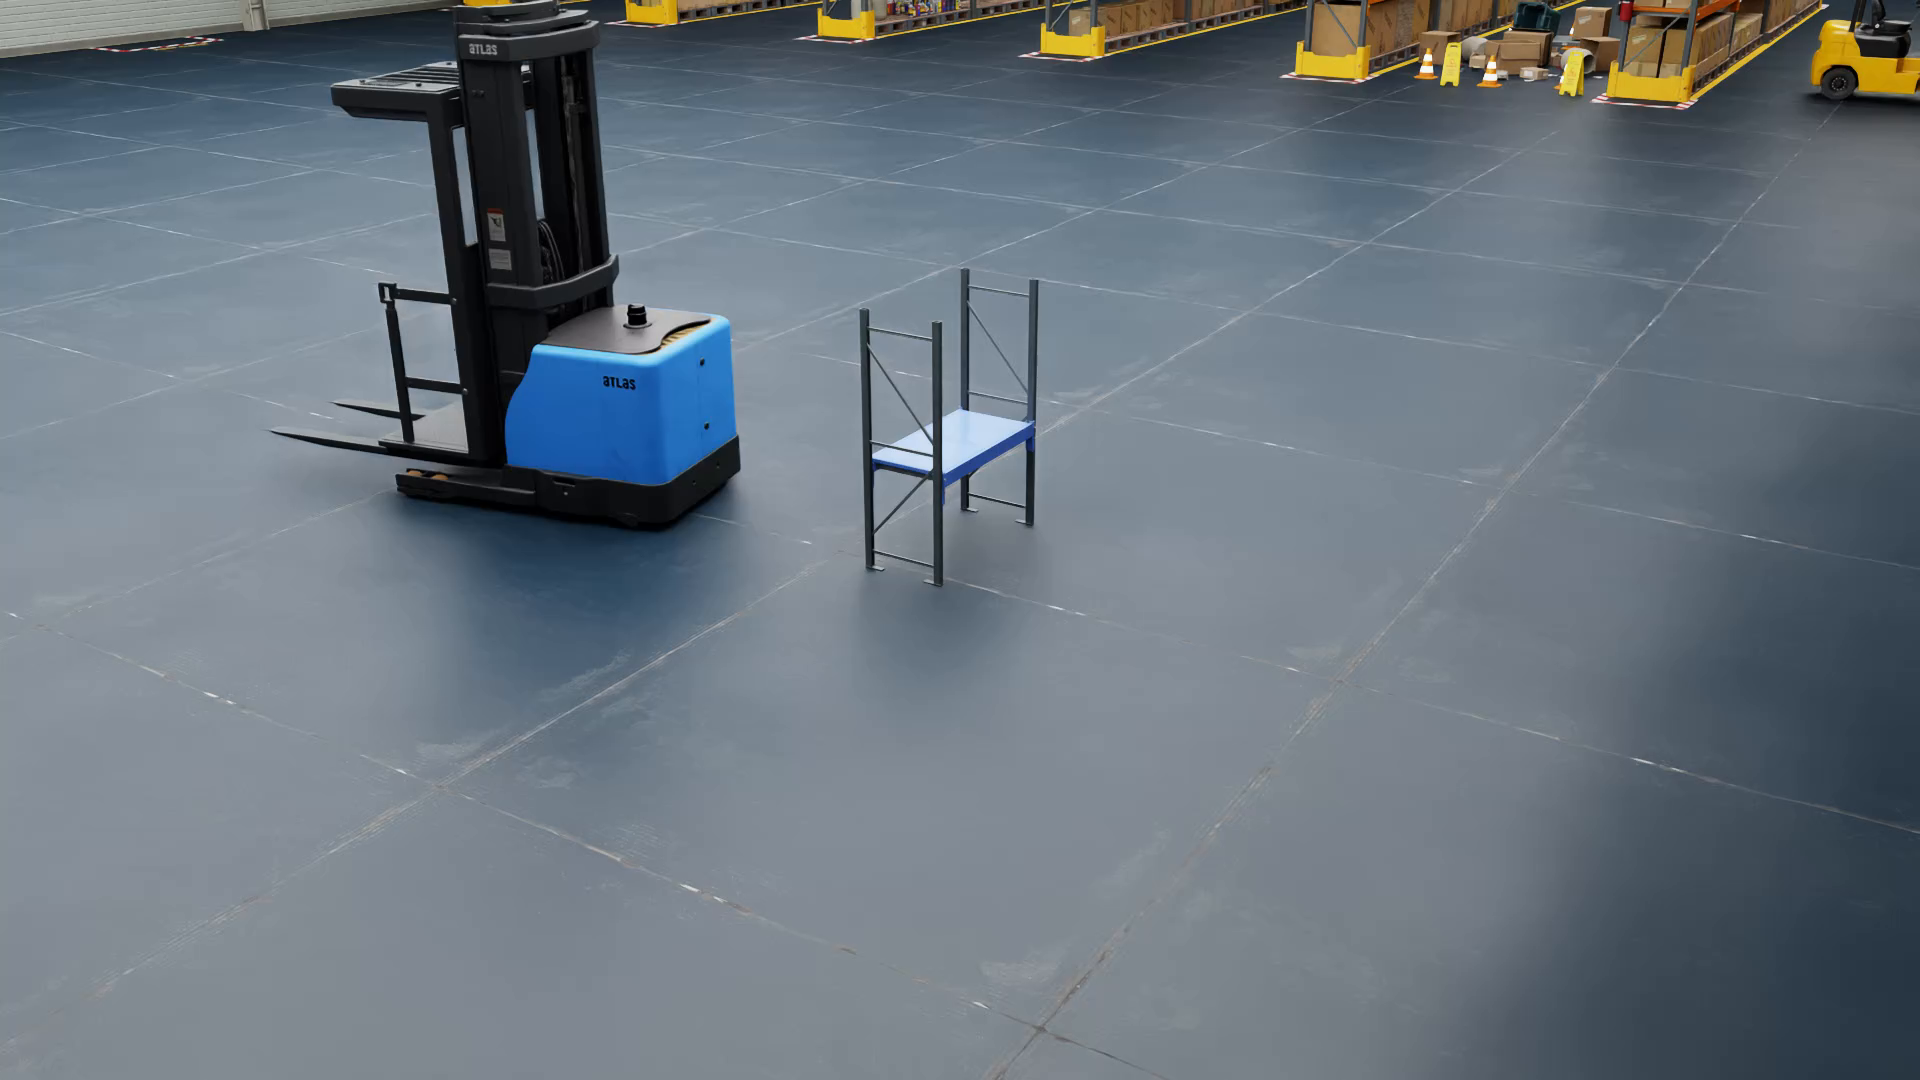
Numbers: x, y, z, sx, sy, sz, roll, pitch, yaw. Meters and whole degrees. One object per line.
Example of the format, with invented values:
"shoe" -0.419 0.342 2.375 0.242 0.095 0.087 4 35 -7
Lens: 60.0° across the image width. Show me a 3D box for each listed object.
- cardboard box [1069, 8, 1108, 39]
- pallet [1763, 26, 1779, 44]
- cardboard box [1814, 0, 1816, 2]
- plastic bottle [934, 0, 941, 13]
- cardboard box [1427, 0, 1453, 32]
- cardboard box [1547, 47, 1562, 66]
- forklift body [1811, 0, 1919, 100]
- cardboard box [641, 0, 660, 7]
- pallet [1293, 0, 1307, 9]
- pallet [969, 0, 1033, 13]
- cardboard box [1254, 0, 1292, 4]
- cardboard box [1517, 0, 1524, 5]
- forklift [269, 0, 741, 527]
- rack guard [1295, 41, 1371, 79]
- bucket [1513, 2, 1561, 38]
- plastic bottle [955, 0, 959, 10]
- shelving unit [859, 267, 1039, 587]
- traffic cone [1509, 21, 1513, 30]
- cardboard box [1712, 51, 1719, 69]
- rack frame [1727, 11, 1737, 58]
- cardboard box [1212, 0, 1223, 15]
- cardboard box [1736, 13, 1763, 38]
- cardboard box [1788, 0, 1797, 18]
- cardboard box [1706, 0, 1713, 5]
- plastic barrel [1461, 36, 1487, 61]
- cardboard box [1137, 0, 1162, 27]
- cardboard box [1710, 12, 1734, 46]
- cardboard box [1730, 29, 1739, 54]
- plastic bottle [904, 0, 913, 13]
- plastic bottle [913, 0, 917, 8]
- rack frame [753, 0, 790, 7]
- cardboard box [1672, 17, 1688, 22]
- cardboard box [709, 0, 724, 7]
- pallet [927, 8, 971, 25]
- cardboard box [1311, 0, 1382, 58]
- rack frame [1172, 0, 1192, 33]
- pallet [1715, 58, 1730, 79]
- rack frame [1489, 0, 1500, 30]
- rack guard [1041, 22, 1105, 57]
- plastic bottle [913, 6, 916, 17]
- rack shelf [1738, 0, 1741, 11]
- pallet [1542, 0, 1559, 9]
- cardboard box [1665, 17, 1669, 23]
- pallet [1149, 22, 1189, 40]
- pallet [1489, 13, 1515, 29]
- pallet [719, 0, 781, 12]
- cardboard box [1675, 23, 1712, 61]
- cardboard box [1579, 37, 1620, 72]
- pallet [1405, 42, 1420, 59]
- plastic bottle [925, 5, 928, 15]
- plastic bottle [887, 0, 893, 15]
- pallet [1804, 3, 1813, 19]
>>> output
"cardboard box" 2.334 -9.397 30.298 0.500 0.500 0.500 20 30 38
"pallet" 15.109 -9.738 31.978 1.003 0.211 1.213 14 27 29
"cardboard box" 18.586 -12.240 36.946 0.875 0.438 0.875 13 27 27
"plastic bottle" -0.474 -11.066 34.318 0.144 0.351 0.185 14 27 29
"cardboard box" 8.511 -9.809 30.936 1.050 0.750 0.750 14 27 29
"cardboard box" 10.266 -8.337 28.674 0.258 0.266 0.396 -3 24 -7
"forklift body" 14.078 -7.661 24.739 2.313 2.155 1.214 14 27 29
"cardboard box" -6.392 -11.395 35.228 0.500 0.250 0.500 14 27 29
"pallet" 7.334 -12.225 37.723 1.003 0.211 1.213 14 27 29
"pallet" 0.916 -11.939 37.062 1.003 0.211 1.213 14 27 29
"cardboard box" 6.592 -12.290 36.510 1.225 0.875 0.875 12 26 27
"cardboard box" 11.489 -11.346 34.801 0.500 0.500 0.500 13 27 28
"forklift" -2.970 -1.768 10.146 3.031 2.935 1.130 8 25 19
"rack guard" 6.138 -7.915 27.404 1.175 0.500 0.348 14 27 29
"bucket" 10.147 -9.086 29.171 0.620 0.611 0.726 -6 22 -39
"plastic bottle" -0.081 -11.256 34.840 0.061 0.283 0.133 15 28 32
"shelving unit" -0.045 -0.659 9.386 0.538 1.500 1.048 14 27 29
"traffic cone" 10.251 -9.392 30.863 0.336 0.463 0.334 14 27 29
"cardboard box" 11.891 -7.740 26.785 0.500 0.250 0.500 14 27 30
"rack frame" 12.519 -9.417 27.727 1.000 3.000 0.127 14 27 29
"cardboard box" 5.004 -11.097 34.201 0.700 0.500 0.500 11 26 24
"cardboard box" 14.322 -9.565 30.849 0.950 0.372 0.625 12 26 25
"cardboard box" 16.480 -11.109 33.781 0.875 0.875 0.875 15 27 31
"cardboard box" 11.267 -8.260 25.370 0.380 0.149 0.250 14 27 30
"plastic barrel" 8.965 -8.534 28.929 0.421 0.421 0.512 -7 24 -17
"cardboard box" 3.559 -10.218 32.195 0.500 0.500 0.500 -18 29 -36
"cardboard box" 12.435 -8.436 27.450 0.500 0.500 0.500 13 27 28
"cardboard box" 12.794 -8.581 28.576 0.950 0.372 0.625 14 27 30
"plastic bottle" -1.071 -11.068 34.417 0.152 0.276 0.135 14 27 29
"plastic bottle" -0.986 -11.269 34.785 0.144 0.351 0.185 13 26 27
"rack frame" -4.314 -13.571 37.323 1.000 3.000 0.127 14 27 29
"cardboard box" 11.431 -8.192 26.885 0.500 0.500 0.500 15 28 32
"cardboard box" -5.427 -11.624 35.759 0.500 0.250 0.500 14 27 29
"pallet" -0.498 -11.034 34.973 1.003 0.211 1.213 14 27 29
"cardboard box" 6.452 -8.531 27.825 0.875 0.875 0.875 14 27 29
"rack frame" 4.100 -11.494 32.525 1.000 3.000 0.127 14 27 29
"pallet" 12.195 -7.903 27.741 1.003 0.211 1.213 14 27 29
"rack frame" 10.370 -11.770 33.163 1.000 3.000 0.127 14 27 29
"rack guard" 2.030 -9.022 29.962 1.175 0.500 0.348 14 27 29
"plastic bottle" -0.942 -10.681 33.615 0.097 0.201 0.097 0 23 0
"rack shelf" 13.574 -9.762 29.429 1.077 0.370 4.000 14 27 29
"pallet" 12.805 -12.075 37.377 1.003 0.211 1.213 14 27 29
"cardboard box" 10.882 -8.187 26.058 0.380 0.149 0.250 14 27 30
"pallet" 3.776 -9.980 32.538 1.003 0.211 1.213 14 27 29
"pallet" 10.784 -10.754 34.326 1.003 0.211 1.213 14 27 29
"pallet" -4.769 -12.032 37.277 1.003 0.211 1.213 14 27 29
"cardboard box" 11.354 -7.742 25.846 0.500 0.500 0.500 13 26 27
"cardboard box" 10.798 -8.195 28.047 0.500 0.500 0.500 -7 24 -17
"pallet" 7.793 -8.900 30.044 1.003 0.211 1.213 14 27 29
"plastic bottle" -0.711 -10.829 33.957 0.097 0.201 0.097 0 23 0
"plastic bottle" -1.465 -10.925 34.085 0.152 0.276 0.135 14 27 29
"pallet" 17.849 -11.491 36.028 1.003 0.211 1.213 14 27 29
